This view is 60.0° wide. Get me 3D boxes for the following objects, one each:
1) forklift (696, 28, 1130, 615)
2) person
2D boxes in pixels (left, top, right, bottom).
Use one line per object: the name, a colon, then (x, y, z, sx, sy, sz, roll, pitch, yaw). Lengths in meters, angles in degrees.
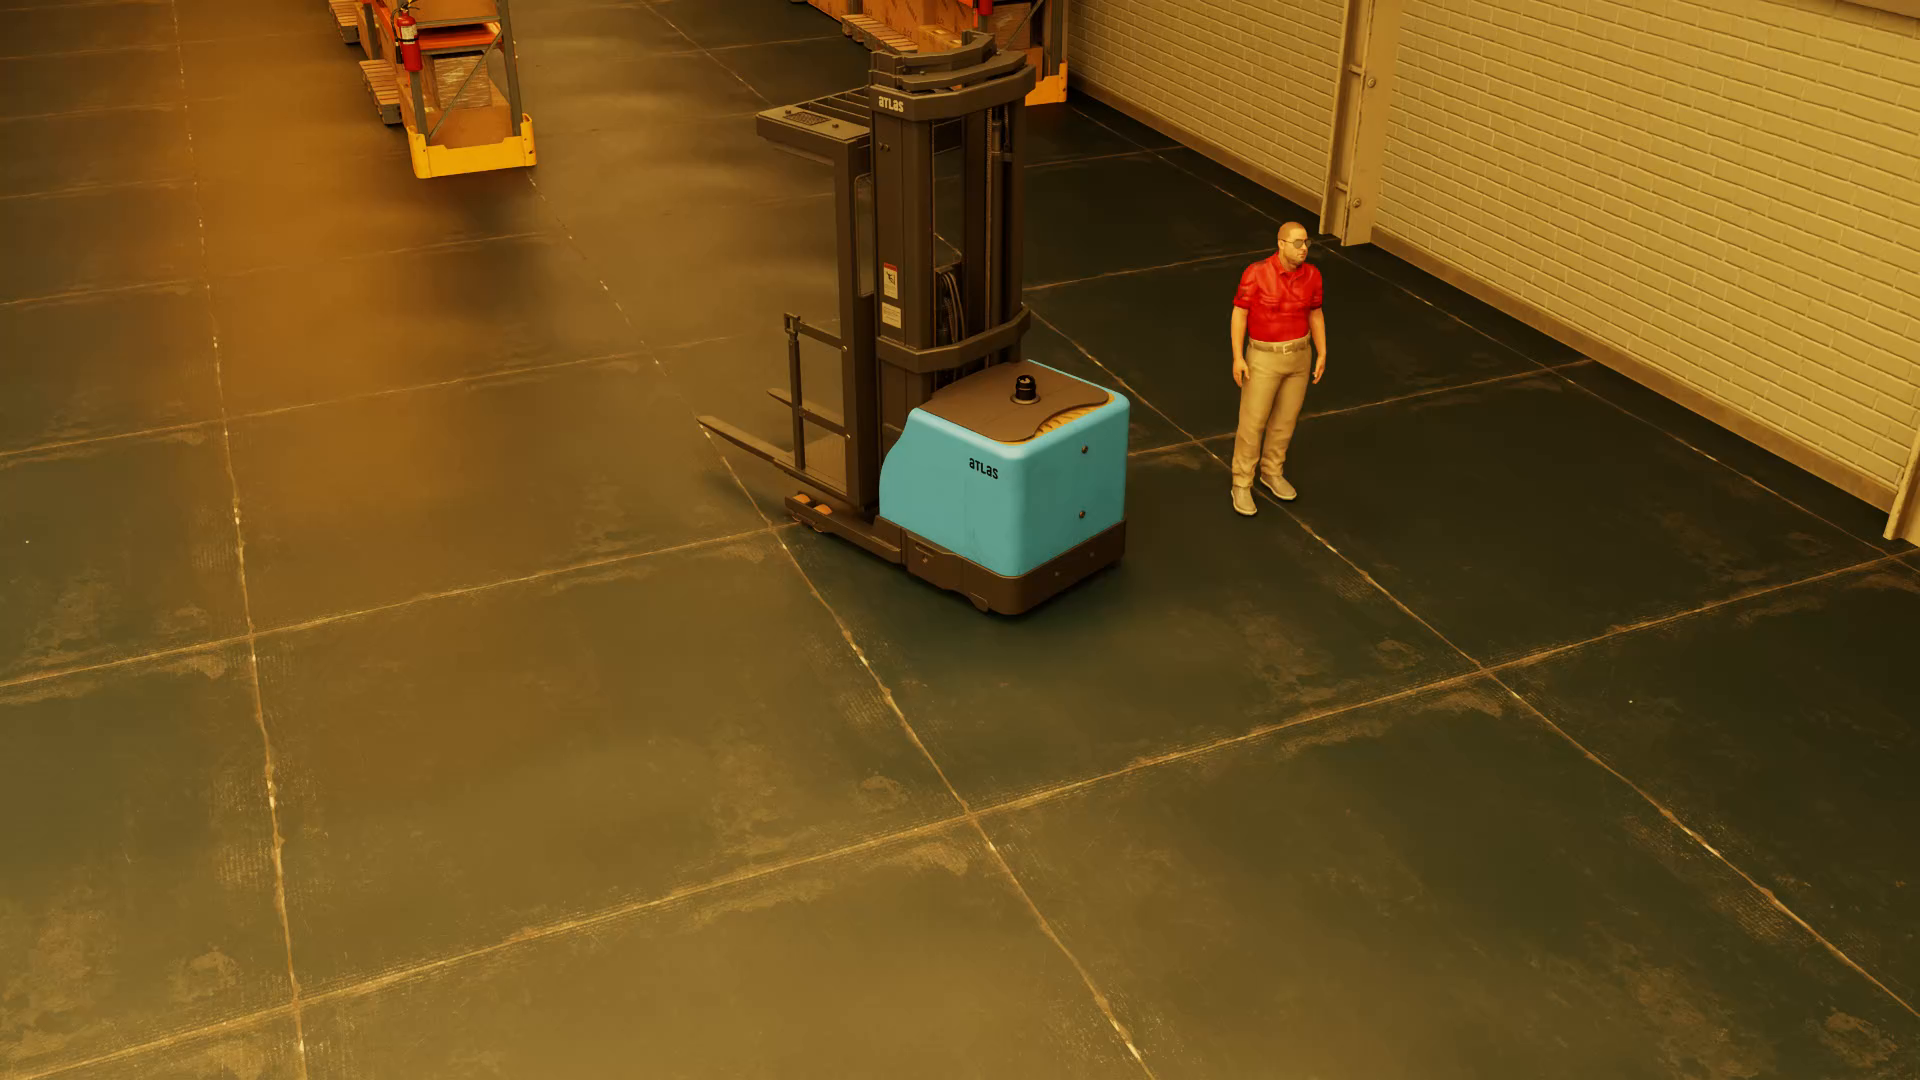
forklift: (-0.436, -1.483, 9.714, 3.031, 2.935, 1.130, 26, 39, 37)
person: (1.975, -1.058, 10.167, 0.640, 1.727, 0.551, -8, 31, -14)
